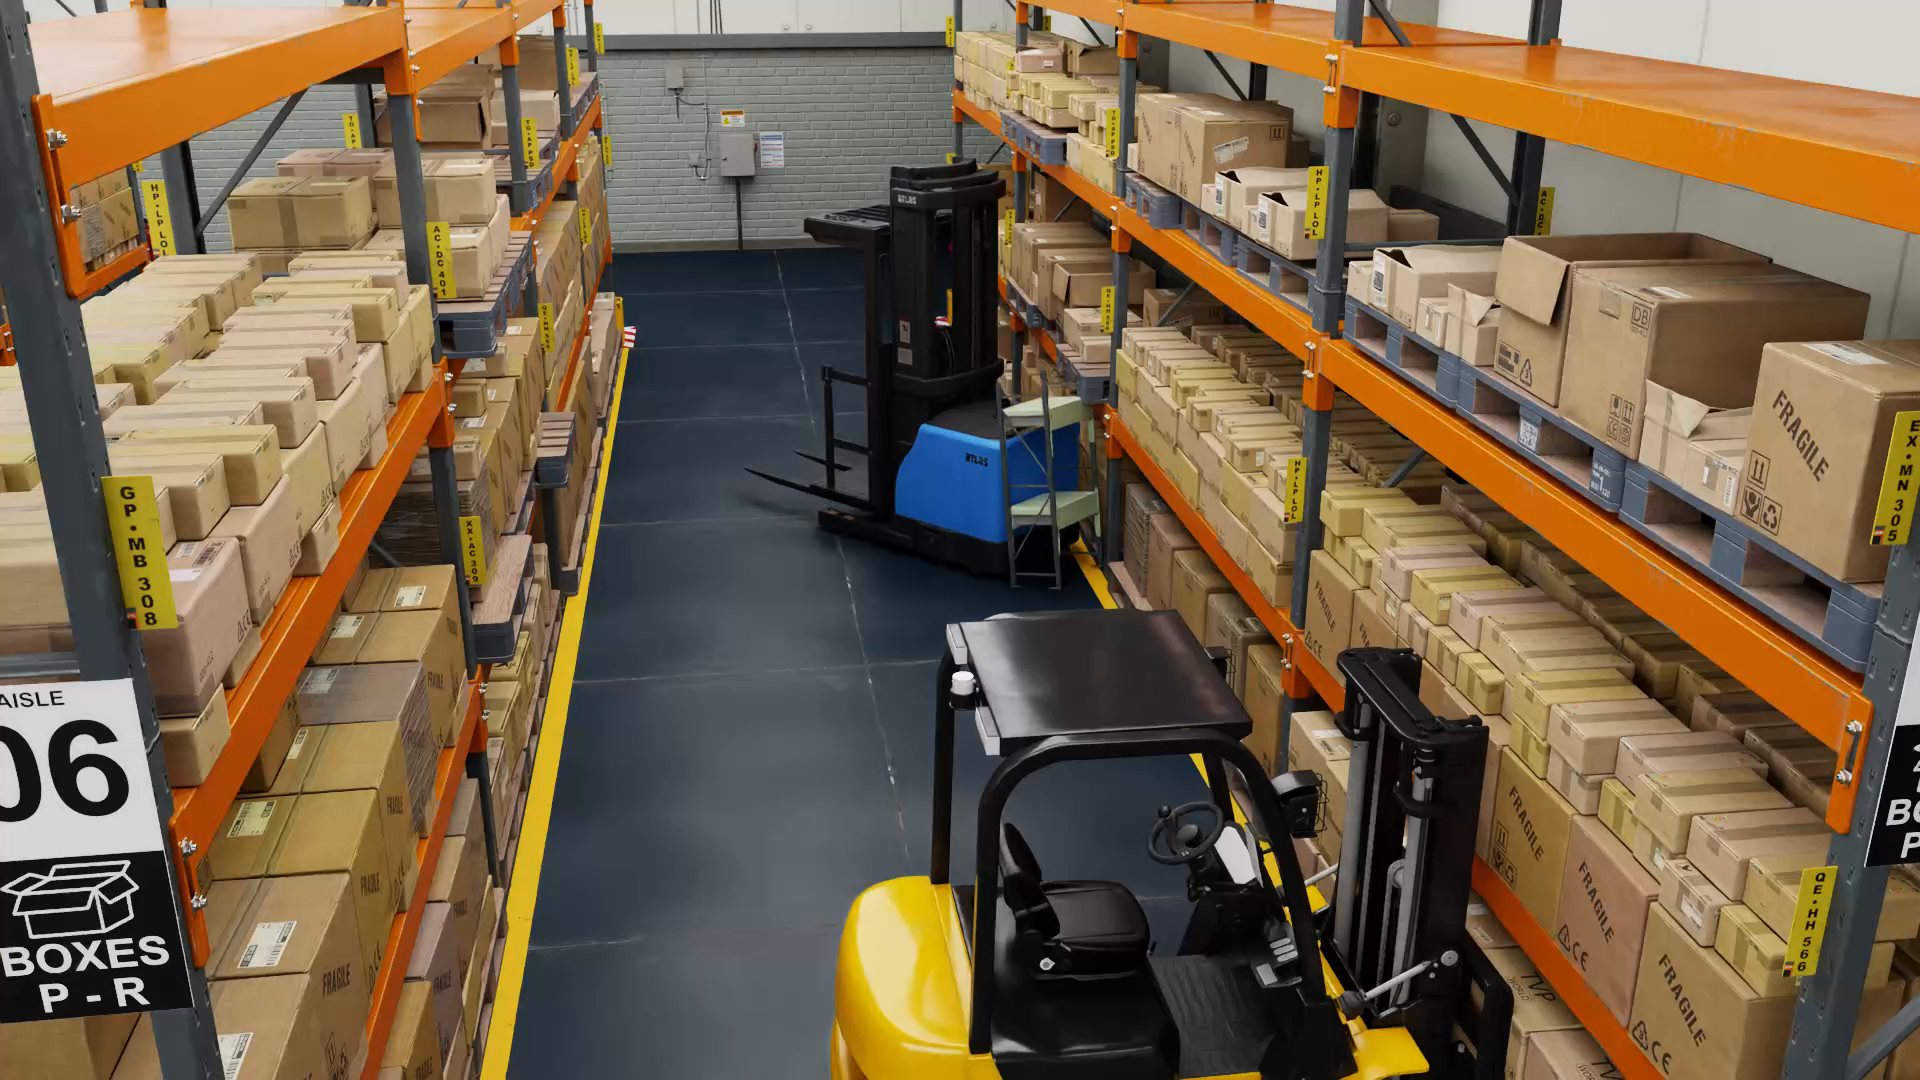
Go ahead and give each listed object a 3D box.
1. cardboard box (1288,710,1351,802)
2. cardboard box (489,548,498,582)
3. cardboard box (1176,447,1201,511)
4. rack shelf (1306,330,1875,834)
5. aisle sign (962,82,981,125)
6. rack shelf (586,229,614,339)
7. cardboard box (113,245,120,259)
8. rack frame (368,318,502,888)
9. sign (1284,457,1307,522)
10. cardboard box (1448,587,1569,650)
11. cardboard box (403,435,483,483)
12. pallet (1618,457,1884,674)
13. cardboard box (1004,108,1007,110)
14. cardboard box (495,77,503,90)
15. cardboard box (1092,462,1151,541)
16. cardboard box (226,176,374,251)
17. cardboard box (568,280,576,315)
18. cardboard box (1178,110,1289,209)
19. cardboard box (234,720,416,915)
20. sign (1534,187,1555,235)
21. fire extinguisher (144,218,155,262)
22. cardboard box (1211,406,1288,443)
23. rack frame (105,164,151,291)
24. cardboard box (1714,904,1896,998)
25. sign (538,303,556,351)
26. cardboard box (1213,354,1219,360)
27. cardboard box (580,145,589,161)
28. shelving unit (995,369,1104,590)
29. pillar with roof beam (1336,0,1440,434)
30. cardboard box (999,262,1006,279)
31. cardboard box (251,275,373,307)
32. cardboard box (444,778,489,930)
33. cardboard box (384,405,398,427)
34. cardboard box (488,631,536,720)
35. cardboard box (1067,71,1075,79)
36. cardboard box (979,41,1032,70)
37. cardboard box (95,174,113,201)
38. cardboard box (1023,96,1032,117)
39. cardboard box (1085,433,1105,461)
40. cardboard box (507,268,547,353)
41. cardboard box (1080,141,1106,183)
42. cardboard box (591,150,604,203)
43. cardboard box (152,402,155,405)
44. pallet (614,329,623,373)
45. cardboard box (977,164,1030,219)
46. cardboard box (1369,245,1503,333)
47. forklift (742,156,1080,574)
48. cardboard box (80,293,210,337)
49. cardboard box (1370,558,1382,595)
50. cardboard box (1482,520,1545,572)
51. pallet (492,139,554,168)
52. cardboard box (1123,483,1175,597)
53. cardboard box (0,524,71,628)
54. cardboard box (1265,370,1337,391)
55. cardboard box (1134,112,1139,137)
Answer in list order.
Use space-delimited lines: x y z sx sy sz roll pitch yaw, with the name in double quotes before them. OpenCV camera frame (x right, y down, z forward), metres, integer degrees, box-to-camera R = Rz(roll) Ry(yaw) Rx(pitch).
"cardboard box" 1.917 1.039 8.047 0.500 0.250 0.500 -3 21 -9
"cardboard box" -2.547 0.111 8.390 0.380 0.149 0.250 -2 21 -7
"cardboard box" 1.626 -0.384 10.171 0.500 0.250 0.500 -2 21 -6
"rack shelf" 2.447 -0.143 6.052 1.077 0.370 4.000 -3 21 -8
"aisle sign" 0.128 -5.148 18.998 0.394 0.787 0.004 -3 21 -8
"rack shelf" -4.195 -2.641 17.027 1.077 0.370 4.000 -3 21 -8
"cardboard box" -8.990 -2.995 17.307 0.380 0.149 0.250 -3 21 -8
"rack frame" -2.753 0.485 7.631 1.000 3.000 0.127 -3 21 -8
"sign" 1.623 -0.242 8.034 0.100 0.325 0.005 -3 21 -8
"cardboard box" 2.175 0.310 6.603 0.380 0.149 0.250 -3 21 -8
"cardboard box" -2.471 -0.383 7.859 0.380 0.149 0.250 -3 21 -8
"pallet" 2.659 0.008 4.747 1.003 0.211 1.213 -3 21 -8
"cardboard box" 0.629 -4.019 15.761 0.380 0.149 0.250 -3 21 -8
"cardboard box" -4.315 -4.076 15.004 0.396 0.266 0.258 -2 21 -6
"cardboard box" 1.308 -0.313 12.740 0.500 0.500 0.500 -2 21 -6
"cardboard box" -2.963 -1.475 7.492 0.500 0.250 0.500 -2 21 -7
"cardboard box" -3.442 -1.957 13.669 0.500 0.250 0.500 -2 21 -6
"cardboard box" 1.592 -2.232 9.732 0.500 0.500 0.500 -2 21 -6
"cardboard box" -2.204 0.974 5.753 0.500 0.500 0.500 -3 21 -9
"sign" 2.707 -1.480 7.752 0.100 0.325 0.005 -3 21 -8
"fire extinguisher" -8.946 -3.285 18.368 0.296 0.674 0.183 -3 21 -8
"cardboard box" 1.676 -0.666 9.641 0.380 0.149 0.250 -3 21 -7
"rack frame" -9.367 -3.385 17.993 1.000 3.000 0.127 -3 21 -8
"cardboard box" 2.408 1.161 4.750 0.380 0.149 0.250 -3 21 -7
"sign" -2.794 -1.436 11.233 0.100 0.325 0.005 -3 21 -8
"cardboard box" 1.921 -1.174 11.573 0.500 0.250 0.500 -2 21 -7
"cardboard box" -3.995 -3.936 16.968 0.380 0.149 0.250 -2 21 -6
"shelving unit" 0.668 -0.460 12.207 0.431 1.500 0.755 1 12 29
"pillar with roof beam" -1.599 -3.339 9.295 9.100 9.000 0.400 -3 21 -8
"cardboard box" 0.589 -2.695 16.503 0.380 0.149 0.250 -2 21 -6
"cardboard box" -2.429 -0.897 6.263 0.380 0.149 0.250 -2 21 -6
"cardboard box" -2.402 1.416 7.396 0.500 0.500 0.500 -3 21 -9
"cardboard box" -2.396 -0.530 6.419 0.380 0.149 0.250 -3 21 -7
"cardboard box" -3.040 0.848 9.814 0.950 0.372 0.625 -2 21 -6
"cardboard box" 1.164 -4.109 14.835 0.380 0.149 0.250 -3 21 -9
"cardboard box" 0.468 -4.938 16.937 0.500 0.250 0.500 -2 21 -6
"cardboard box" -8.982 -3.719 16.889 0.500 0.500 0.500 -4 21 -10
"cardboard box" 0.743 -3.678 14.106 0.380 0.149 0.250 -3 21 -7
"cardboard box" 1.190 -0.733 12.936 0.380 0.149 0.250 -4 21 -11
"cardboard box" -3.159 -1.599 11.637 0.500 0.500 0.500 -4 21 -10
"cardboard box" 1.194 -2.826 12.423 0.500 0.250 0.500 -3 21 -8
"cardboard box" -4.073 -3.851 17.668 0.500 0.500 0.500 -3 21 -8
"cardboard box" -2.743 -0.297 5.225 0.500 0.250 0.500 -3 21 -7
"pallet" -4.290 -2.091 18.513 1.003 0.211 1.213 -3 21 -8
"cardboard box" 0.444 -3.652 17.425 0.500 0.500 0.500 -2 21 -6
"cardboard box" 2.037 -1.074 6.901 0.500 0.311 0.500 -2 21 -7
"forklift" -0.508 -1.528 13.119 3.031 2.935 1.130 17 26 38
"cardboard box" -2.924 -0.778 5.945 0.380 0.149 0.250 -3 21 -8
"cardboard box" 2.048 0.184 7.366 0.380 0.149 0.250 -3 21 -8
"cardboard box" 2.550 0.018 7.385 0.380 0.149 0.250 -3 21 -8
"pallet" -3.639 -2.824 12.474 1.003 0.211 1.213 -2 21 -5
"cardboard box" 1.658 -0.020 11.775 0.875 0.625 0.625 -2 21 -6
"cardboard box" -2.026 0.075 3.660 0.380 0.149 0.250 -3 21 -8
"cardboard box" 2.138 -0.964 10.441 0.380 0.149 0.250 -3 21 -9
"cardboard box" 1.239 -2.917 11.672 0.380 0.149 0.250 -2 21 -6
